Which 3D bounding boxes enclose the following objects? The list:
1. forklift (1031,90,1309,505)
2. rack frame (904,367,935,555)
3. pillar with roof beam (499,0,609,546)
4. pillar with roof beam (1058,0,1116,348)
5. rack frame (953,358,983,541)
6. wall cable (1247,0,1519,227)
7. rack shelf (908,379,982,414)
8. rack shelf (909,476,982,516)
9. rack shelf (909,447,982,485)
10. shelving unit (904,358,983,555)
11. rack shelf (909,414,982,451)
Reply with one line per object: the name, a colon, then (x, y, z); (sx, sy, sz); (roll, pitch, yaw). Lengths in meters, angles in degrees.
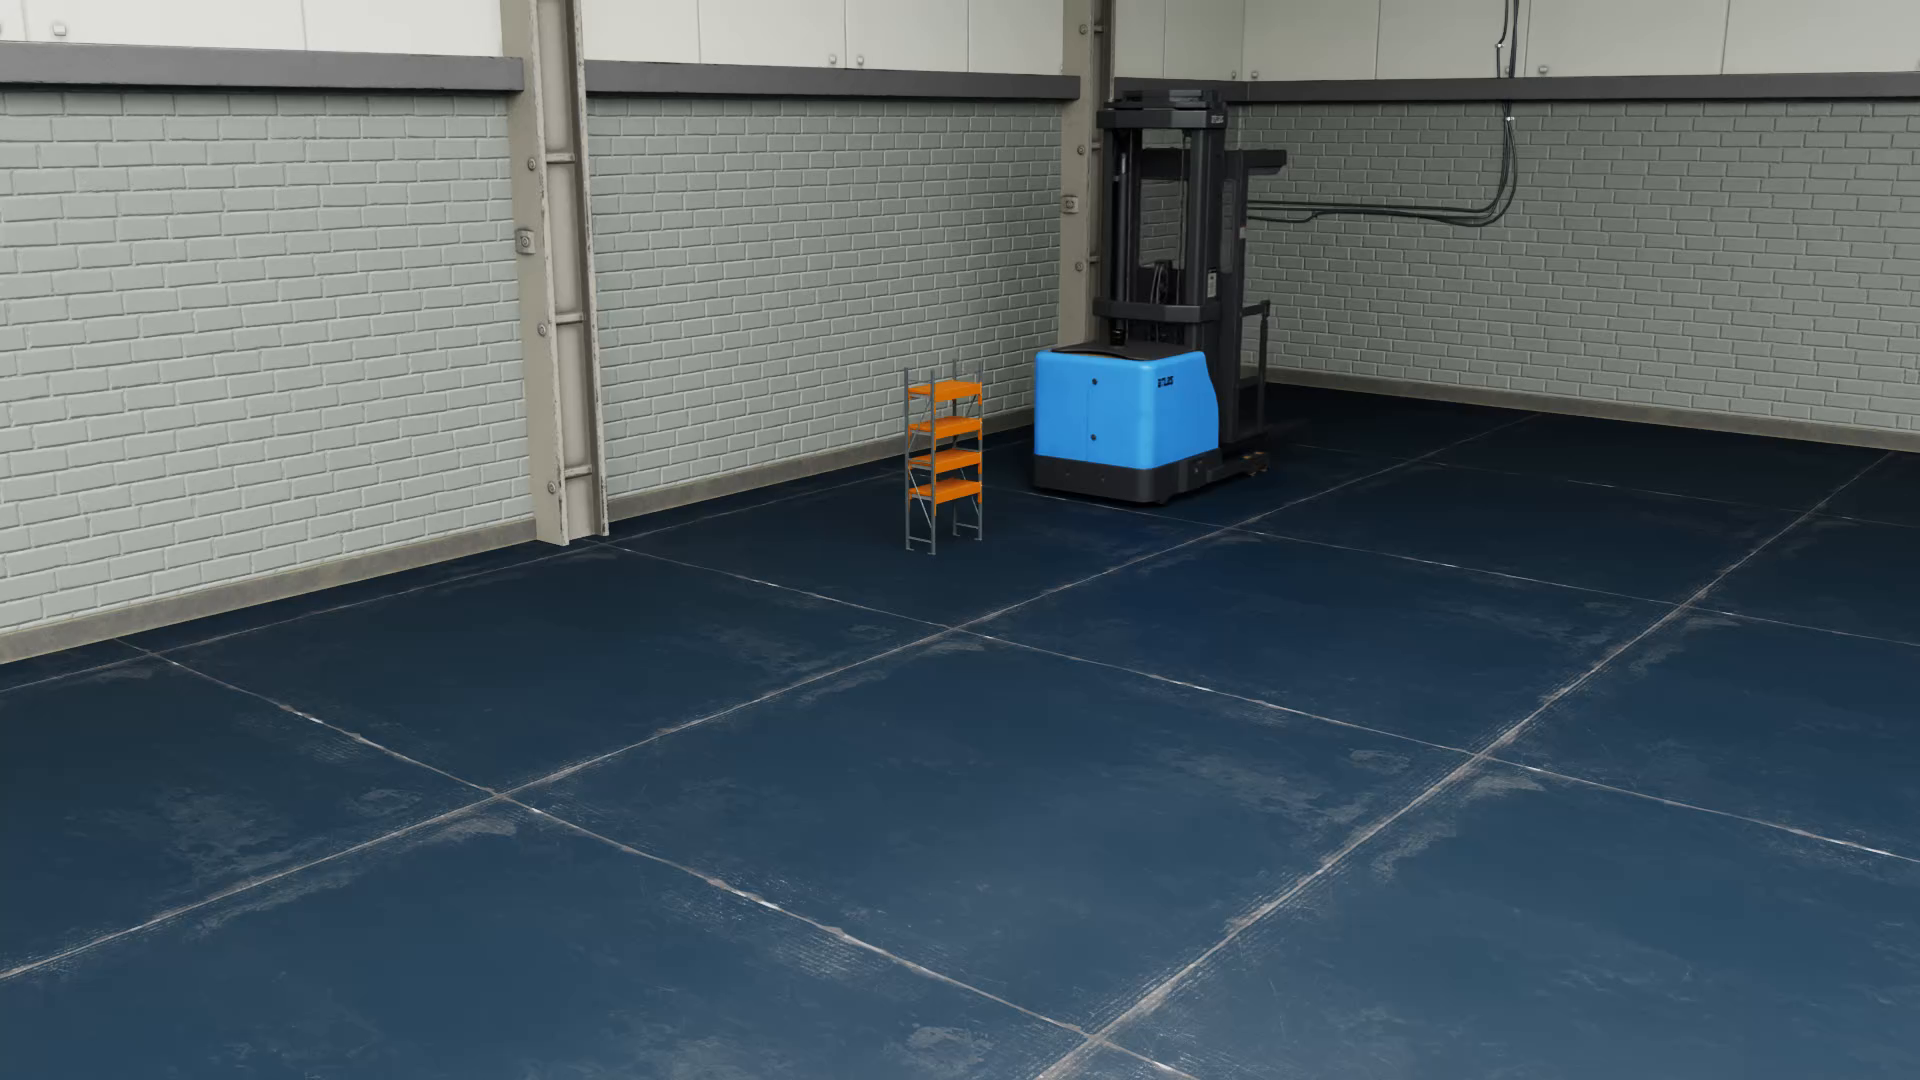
forklift: (1.820, -1.984, 12.978); (1.130, 2.935, 3.031); (10, 18, 35)
rack frame: (-0.257, -0.503, 10.666); (0.240, 1.200, 0.015); (11, 18, 38)
pillar with roof beam: (0.733, -3.718, 7.484); (9.100, 9.000, 0.400); (11, 18, 38)
pillar with roof beam: (4.504, -4.867, 12.007); (9.100, 9.000, 0.400); (11, 18, 38)
rack frame: (0.049, -0.597, 11.034); (0.240, 1.200, 0.015); (11, 18, 38)
wall cable: (4.035, -4.388, 16.427); (3.097, 2.526, 0.112); (11, 18, 38)
rack shelf: (-0.104, -0.931, 10.754); (0.258, 0.148, 0.480); (11, 18, 38)
rack shelf: (-0.104, -0.292, 10.916); (0.258, 0.148, 0.480); (11, 18, 38)
rack shelf: (-0.104, -0.485, 10.867); (0.258, 0.148, 0.480); (11, 18, 38)
shelving unit: (-0.104, -0.550, 10.850); (0.258, 1.200, 0.503); (11, 18, 38)
rack shelf: (-0.104, -0.701, 10.812); (0.258, 0.148, 0.480); (11, 18, 38)
